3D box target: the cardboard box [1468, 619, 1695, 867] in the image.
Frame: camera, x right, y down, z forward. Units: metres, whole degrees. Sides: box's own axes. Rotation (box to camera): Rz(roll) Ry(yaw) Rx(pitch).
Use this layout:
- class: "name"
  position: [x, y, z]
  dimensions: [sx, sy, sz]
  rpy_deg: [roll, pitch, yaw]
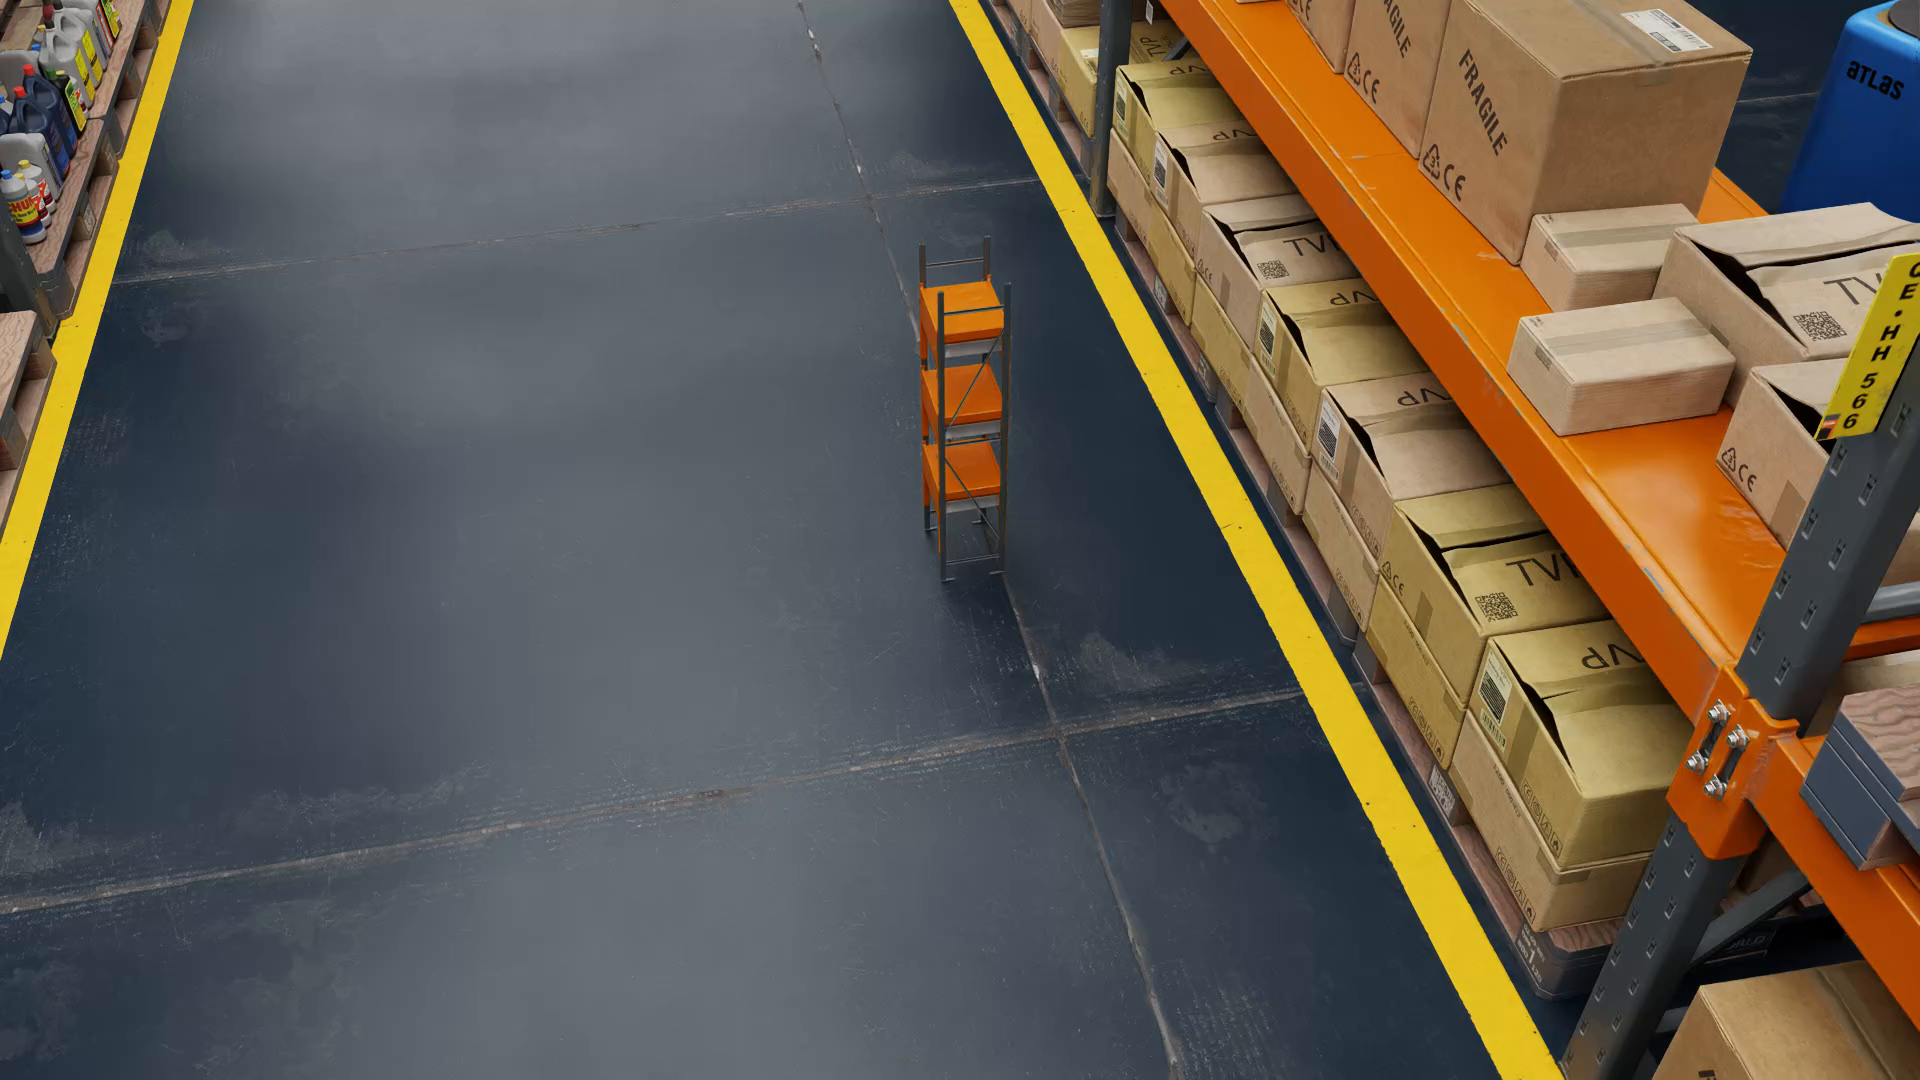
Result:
- class: "cardboard box"
  position: [1.538, 0.428, 3.841]
  dimensions: [0.500, 0.311, 0.500]
  rpy_deg: [-7, 42, -8]

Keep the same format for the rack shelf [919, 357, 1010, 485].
- class: "rack shelf"
  position: [0.012, -0.350, 4.869]
  dimensions: [0.215, 0.259, 0.240]
  rpy_deg: [-8, 42, -9]

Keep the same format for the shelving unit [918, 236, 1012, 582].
- class: "shelving unit"
  position: [0.012, -0.358, 4.862]
  dimensions: [0.215, 1.050, 0.252]
  rpy_deg: [-8, 42, -9]

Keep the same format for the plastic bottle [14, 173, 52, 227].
- class: "plastic bottle"
  position: [-3.472, -1.268, 6.196]
  dimensions: [0.097, 0.201, 0.097]
  rpy_deg: [0, 42, 0]

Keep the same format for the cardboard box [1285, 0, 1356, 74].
- class: "cardboard box"
  position: [1.292, -1.718, 4.851]
  dimensions: [0.500, 0.500, 0.500]
  rpy_deg: [-6, 42, -6]

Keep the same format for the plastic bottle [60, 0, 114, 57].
- class: "plastic bottle"
  position: [-3.820, -2.259, 7.255]
  dimensions: [0.152, 0.276, 0.135]
  rpy_deg: [-8, 42, -9]

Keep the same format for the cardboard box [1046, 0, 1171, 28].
- class: "cardboard box"
  position: [0.618, -2.527, 7.027]
  dimensions: [0.500, 0.500, 0.500]
  rpy_deg: [-8, 42, -9]

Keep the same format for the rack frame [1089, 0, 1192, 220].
- class: "rack frame"
  position: [1.028, -2.522, 5.832]
  dimensions: [1.000, 3.000, 0.127]
  rpy_deg: [-8, 42, -9]

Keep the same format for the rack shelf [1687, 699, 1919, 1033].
- class: "rack shelf"
  position: [2.323, 1.636, 1.689]
  dimensions: [1.077, 0.370, 4.000]
  rpy_deg: [-8, 42, -9]

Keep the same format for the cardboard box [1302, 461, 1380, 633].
- class: "cardboard box"
  position: [1.320, -0.024, 4.773]
  dimensions: [0.500, 0.250, 0.500]
  rpy_deg: [-7, 42, -8]

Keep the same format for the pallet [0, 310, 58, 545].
- class: "pallet"
  position: [-3.602, -0.269, 5.394]
  dimensions: [1.003, 0.211, 1.213]
  rpy_deg: [-8, 42, -9]

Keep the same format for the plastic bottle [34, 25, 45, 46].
- class: "plastic bottle"
  position: [-3.908, -2.111, 7.145]
  dimensions: [0.097, 0.201, 0.097]
  rpy_deg: [0, 42, 0]

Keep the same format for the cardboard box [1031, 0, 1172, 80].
- class: "cardboard box"
  position: [0.617, -2.246, 7.275]
  dimensions: [0.500, 0.250, 0.500]
  rpy_deg: [-8, 42, -9]

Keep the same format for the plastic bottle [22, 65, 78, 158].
- class: "plastic bottle"
  position: [-3.619, -1.694, 6.563]
  dimensions: [0.144, 0.351, 0.185]
  rpy_deg: [-10, 43, -11]

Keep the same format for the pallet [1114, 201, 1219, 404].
- class: "pallet"
  position: [1.226, -1.008, 6.226]
  dimensions: [1.003, 0.211, 1.213]
  rpy_deg: [-8, 42, -9]

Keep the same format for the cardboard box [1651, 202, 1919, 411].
- class: "cardboard box"
  position: [1.888, -0.504, 3.625]
  dimensions: [0.500, 0.311, 0.500]
  rpy_deg: [-9, 42, -10]

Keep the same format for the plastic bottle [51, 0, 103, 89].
- class: "plastic bottle"
  position: [-3.751, -2.090, 7.009]
  dimensions: [0.144, 0.351, 0.185]
  rpy_deg: [-7, 42, -8]

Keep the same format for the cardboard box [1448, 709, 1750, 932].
- class: "cardboard box"
  position: [1.540, 0.636, 4.029]
  dimensions: [0.500, 0.250, 0.500]
  rpy_deg: [-7, 42, -8]

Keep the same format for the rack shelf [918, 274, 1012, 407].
- class: "rack shelf"
  position: [0.012, -0.562, 4.681]
  dimensions: [0.215, 0.259, 0.240]
  rpy_deg: [-8, 42, -9]

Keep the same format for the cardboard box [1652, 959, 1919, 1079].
- class: "cardboard box"
  position: [1.711, 1.177, 3.216]
  dimensions: [0.500, 0.500, 0.500]
  rpy_deg: [-7, 42, -7]

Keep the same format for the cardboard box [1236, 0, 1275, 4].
- class: "cardboard box"
  position: [1.020, -1.825, 5.235]
  dimensions: [0.380, 0.149, 0.250]
  rpy_deg: [-8, 42, -9]

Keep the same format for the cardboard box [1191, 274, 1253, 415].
- class: "cardboard box"
  position: [1.097, -0.687, 5.520]
  dimensions: [0.500, 0.250, 0.500]
  rpy_deg: [-10, 42, -11]

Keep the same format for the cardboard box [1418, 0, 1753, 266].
- class: "cardboard box"
  position: [1.514, -1.052, 4.101]
  dimensions: [0.500, 0.500, 0.500]
  rpy_deg: [-10, 43, -12]

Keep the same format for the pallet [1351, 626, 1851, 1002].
- class: "pallet"
  position: [1.752, 0.574, 4.444]
  dimensions: [1.003, 0.211, 1.213]
  rpy_deg: [-8, 42, -9]

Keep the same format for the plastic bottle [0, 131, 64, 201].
- class: "plastic bottle"
  position: [-3.546, -1.436, 6.328]
  dimensions: [0.152, 0.276, 0.135]
  rpy_deg: [-7, 42, -8]

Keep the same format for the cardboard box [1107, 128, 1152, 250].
- class: "cardboard box"
  position: [0.874, -1.354, 6.271]
  dimensions: [0.500, 0.250, 0.500]
  rpy_deg: [-9, 42, -10]

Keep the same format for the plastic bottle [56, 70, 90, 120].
- class: "plastic bottle"
  position: [-3.657, -1.825, 6.823]
  dimensions: [0.097, 0.201, 0.097]
  rpy_deg: [0, 42, 0]

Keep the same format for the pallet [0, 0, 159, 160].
- class: "pallet"
  position: [-4.180, -2.006, 7.351]
  dimensions: [1.003, 0.211, 1.213]
  rpy_deg: [-8, 42, -9]

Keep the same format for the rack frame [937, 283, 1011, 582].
- class: "rack frame"
  position: [0.038, -0.279, 4.773]
  dimensions: [0.200, 1.050, 0.008]
  rpy_deg: [-8, 42, -9]

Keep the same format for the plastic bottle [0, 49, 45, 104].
- class: "plastic bottle"
  position: [-3.850, -1.904, 6.856]
  dimensions: [0.152, 0.276, 0.135]
  rpy_deg: [-8, 42, -9]

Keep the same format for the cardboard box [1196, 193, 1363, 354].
- class: "cardboard box"
  position: [1.090, -0.897, 5.333]
  dimensions: [0.500, 0.311, 0.500]
  rpy_deg: [-10, 43, -11]

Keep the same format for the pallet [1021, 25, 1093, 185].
- class: "pallet"
  position: [0.898, -2.001, 7.345]
  dimensions: [1.003, 0.211, 1.213]
  rpy_deg: [-8, 42, -9]

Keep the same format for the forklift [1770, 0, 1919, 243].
- class: "forklift"
  position: [4.175, -1.393, 4.611]
  dimensions: [1.130, 2.935, 3.031]
  rpy_deg: [-21, 46, -22]

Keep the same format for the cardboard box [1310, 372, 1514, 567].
- class: "cardboard box"
  position: [1.314, -0.236, 4.589]
  dimensions: [0.500, 0.311, 0.500]
  rpy_deg: [-9, 42, -10]

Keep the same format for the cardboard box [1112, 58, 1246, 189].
- class: "cardboard box"
  position: [0.874, -1.557, 6.077]
  dimensions: [0.500, 0.311, 0.500]
  rpy_deg: [-8, 42, -9]

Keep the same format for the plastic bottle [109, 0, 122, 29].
- class: "plastic bottle"
  position: [-3.848, -2.398, 7.469]
  dimensions: [0.097, 0.201, 0.097]
  rpy_deg: [0, 42, 0]

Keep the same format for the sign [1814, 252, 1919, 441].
- class: "sign"
  position: [1.351, -0.281, 2.435]
  dimensions: [0.100, 0.325, 0.005]
  rpy_deg: [-8, 42, -9]

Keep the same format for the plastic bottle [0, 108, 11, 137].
- class: "plastic bottle"
  position: [-3.719, -1.551, 6.402]
  dimensions: [0.144, 0.351, 0.185]
  rpy_deg: [-8, 42, -9]
